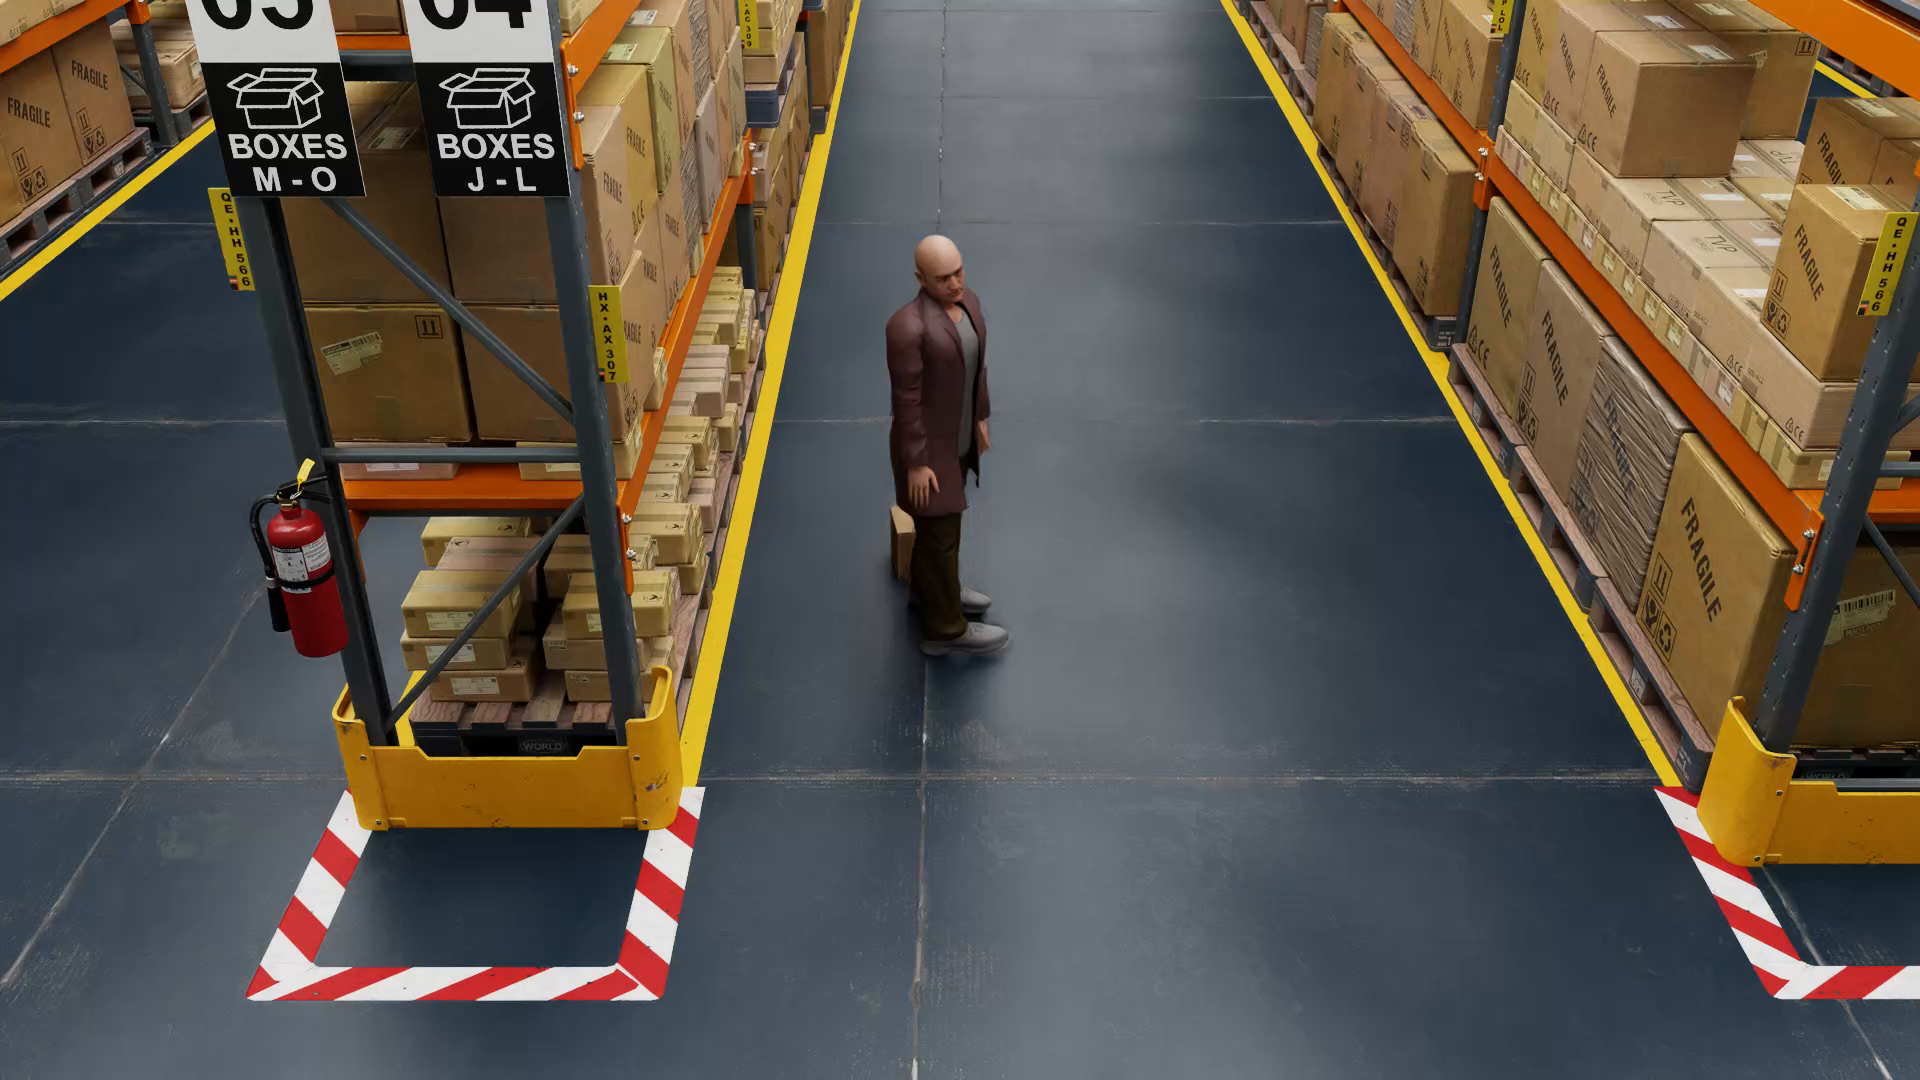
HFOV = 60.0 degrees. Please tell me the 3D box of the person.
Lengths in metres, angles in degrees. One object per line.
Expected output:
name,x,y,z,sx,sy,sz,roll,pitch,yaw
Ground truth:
person,-0.026,-0.382,6.733,0.571,1.780,0.645,16,35,25
